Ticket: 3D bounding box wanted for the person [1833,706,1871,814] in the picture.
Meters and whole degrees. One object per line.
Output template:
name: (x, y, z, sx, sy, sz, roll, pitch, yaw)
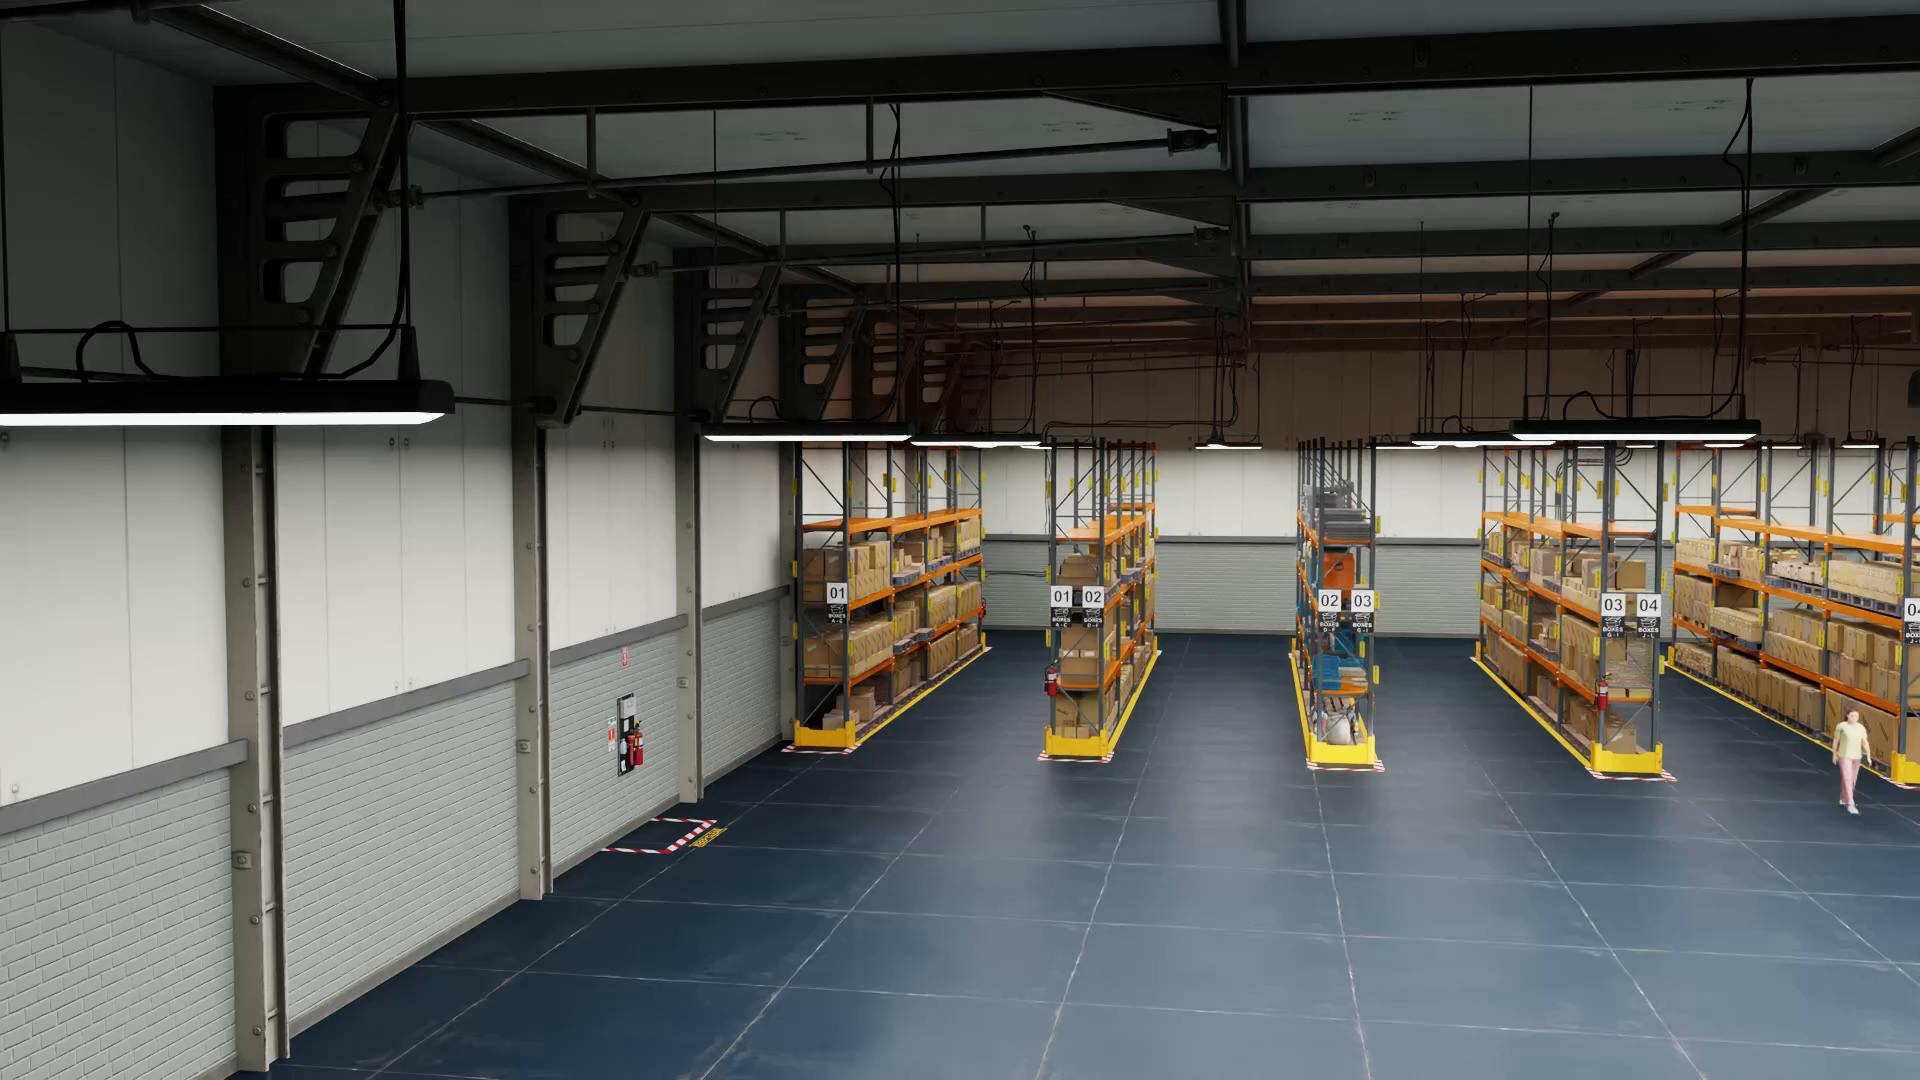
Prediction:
person: (14.214, 3.477, 26.467, 0.493, 1.656, 0.784, 0, 3, 4)
